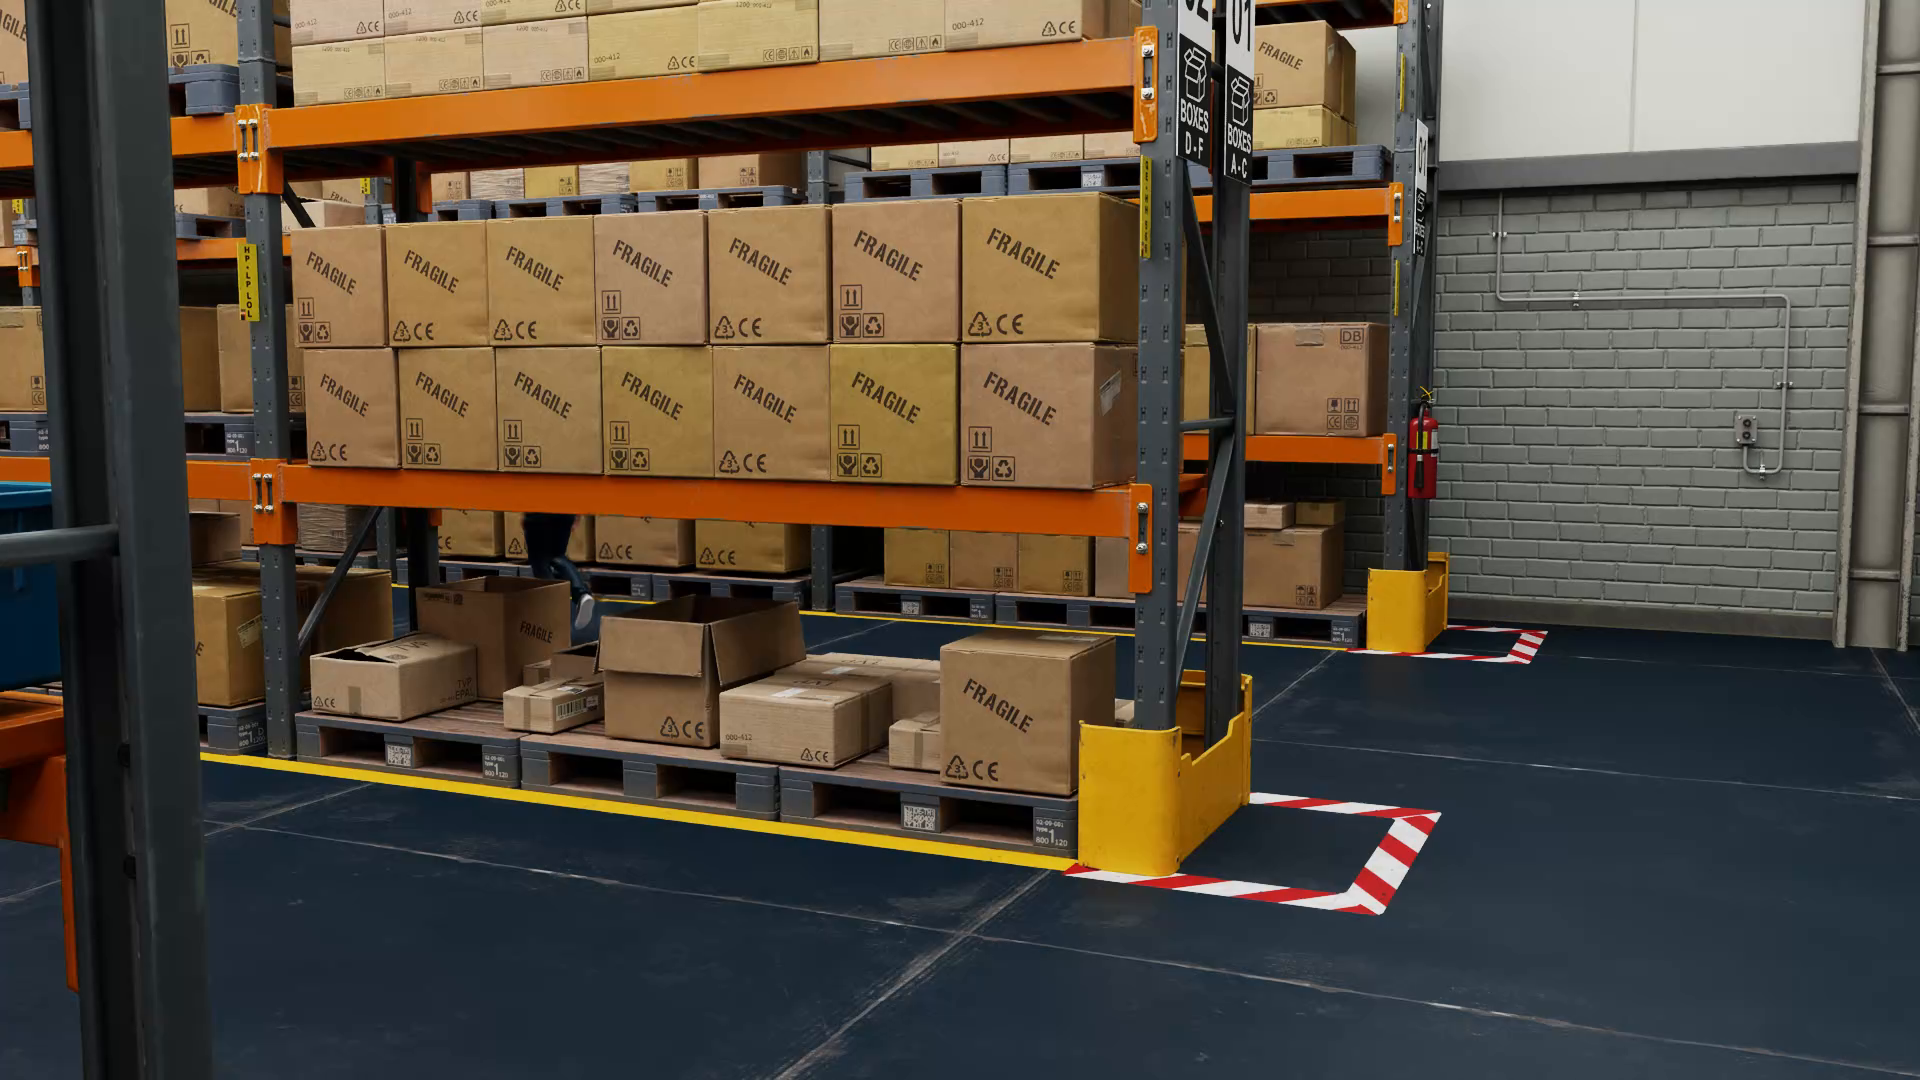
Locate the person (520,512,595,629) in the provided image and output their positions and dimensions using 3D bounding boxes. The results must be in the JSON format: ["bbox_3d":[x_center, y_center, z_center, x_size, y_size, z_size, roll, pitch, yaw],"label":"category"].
[{"bbox_3d":[-2.572,-0.180,10.533,0.473,1.588,0.414,5,8,41],"label":"person"}]
